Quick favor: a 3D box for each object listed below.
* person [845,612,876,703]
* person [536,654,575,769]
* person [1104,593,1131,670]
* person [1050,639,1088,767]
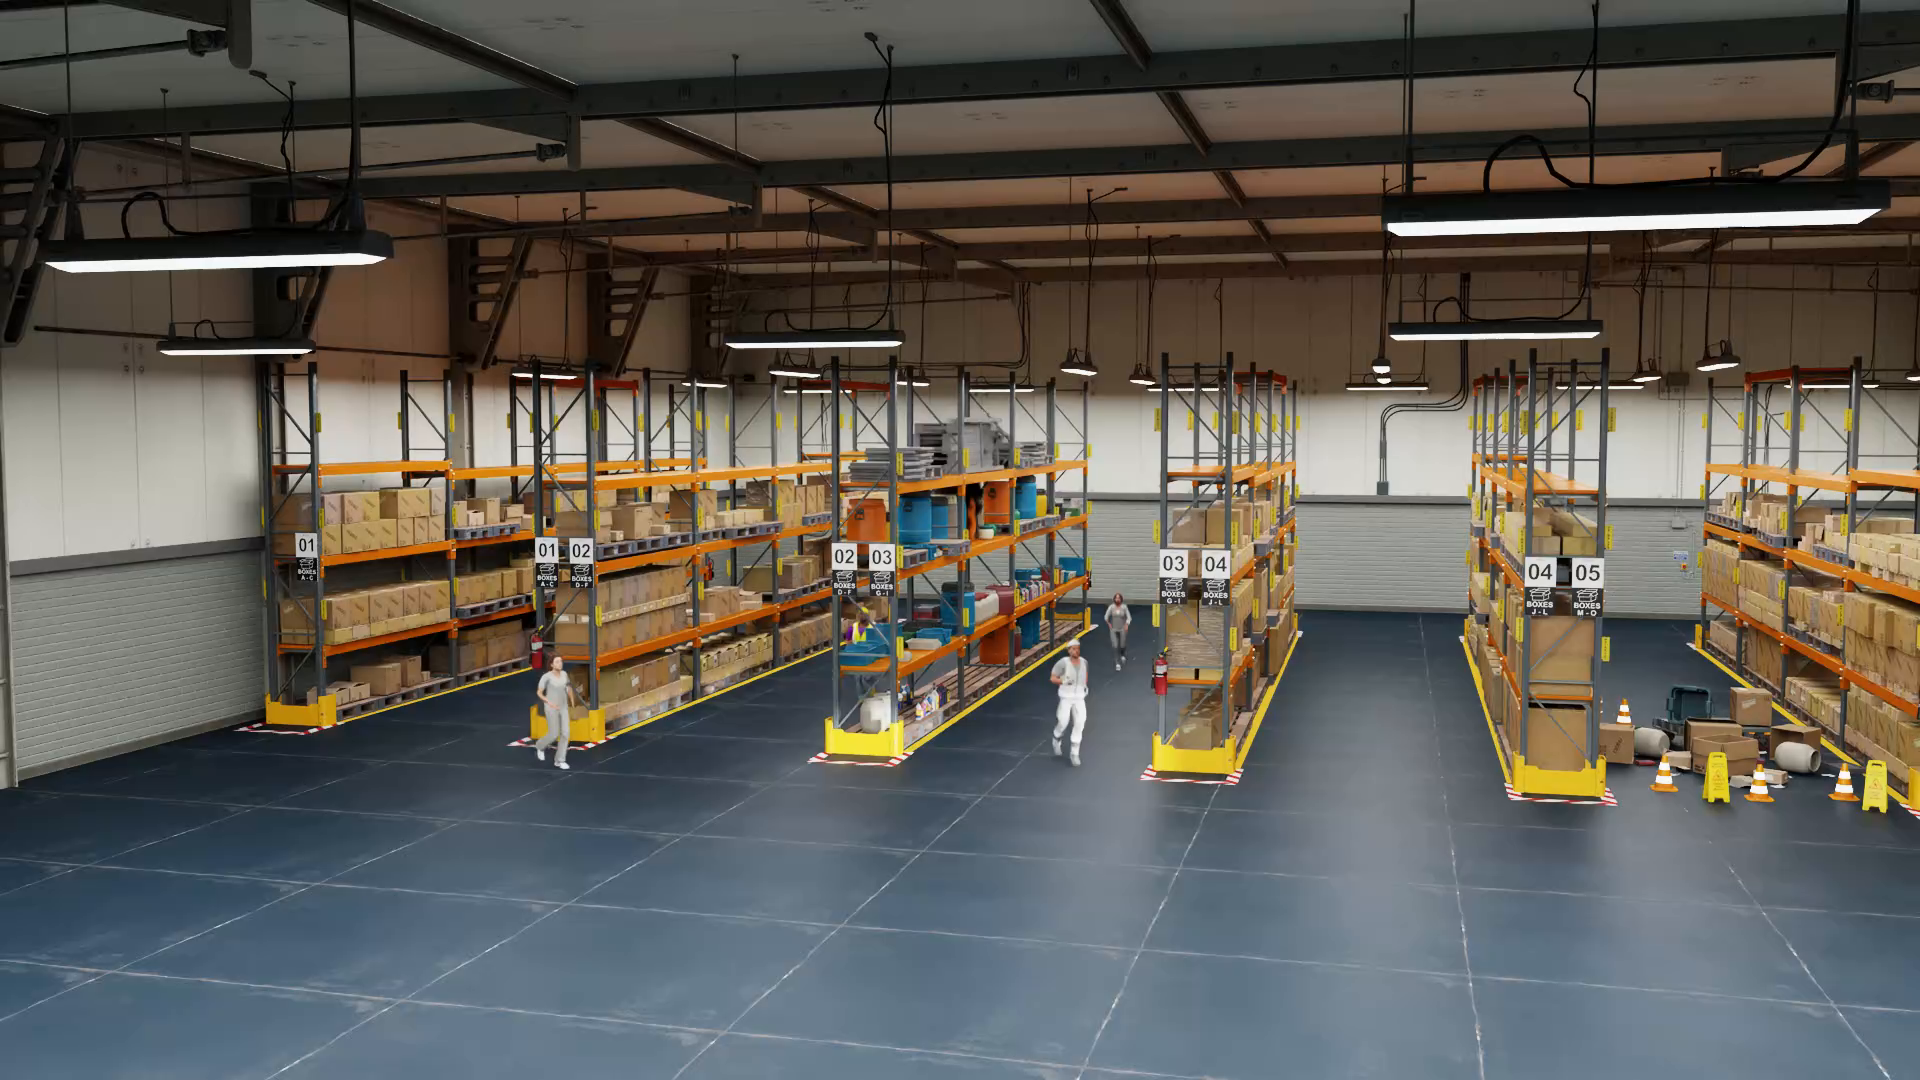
[{"bbox_3d":[-1.728,2.074,29.679,0.696,1.681,0.605,1,4,12],"label":"person"},{"bbox_3d":[-5.909,2.485,24.266,0.702,1.651,0.589,4,5,42],"label":"person"},{"bbox_3d":[3.196,1.850,33.771,0.546,1.568,0.536,1,4,9],"label":"person"},{"bbox_3d":[1.645,2.373,24.612,0.657,1.823,0.849,-1,4,-16],"label":"person"}]
